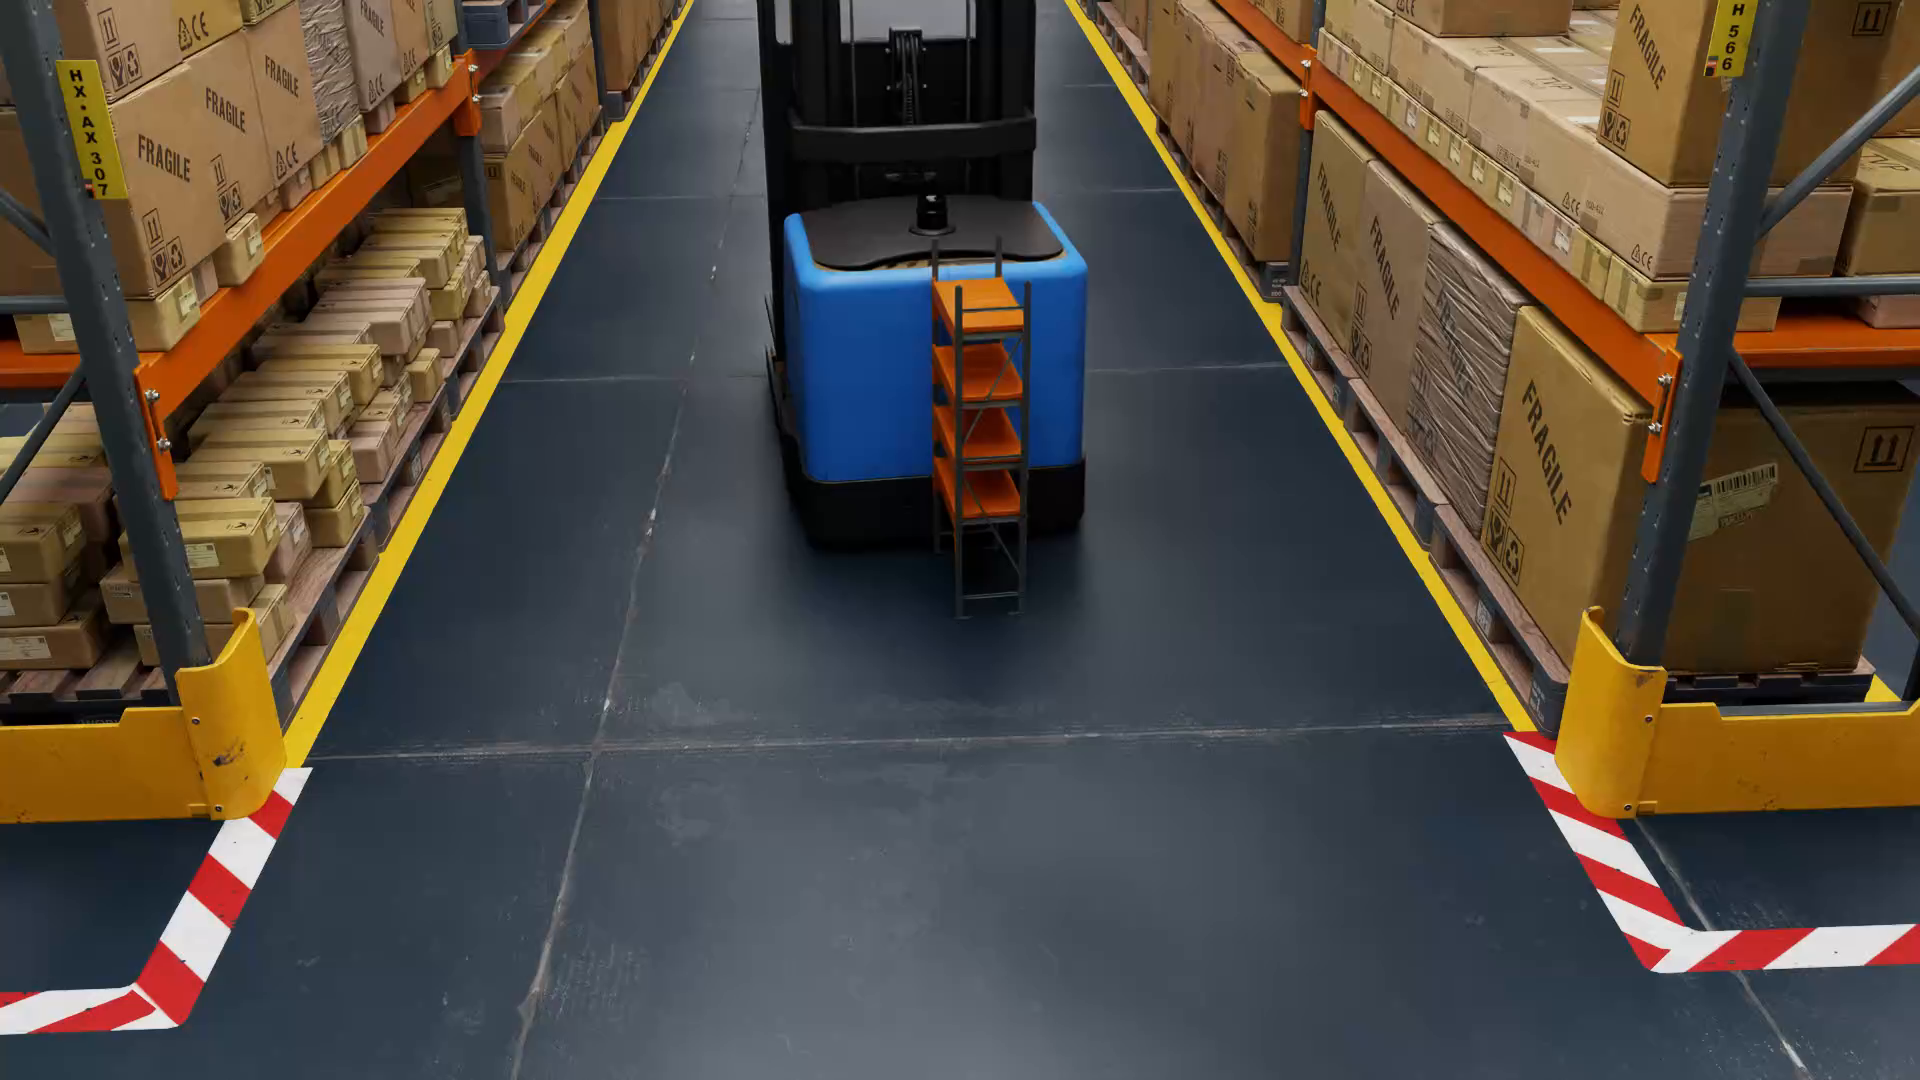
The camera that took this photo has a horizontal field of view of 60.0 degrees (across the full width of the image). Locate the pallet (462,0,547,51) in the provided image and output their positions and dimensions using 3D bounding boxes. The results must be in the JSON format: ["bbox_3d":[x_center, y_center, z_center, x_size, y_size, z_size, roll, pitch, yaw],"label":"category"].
[{"bbox_3d":[-2.693,-2.685,8.362,1.003,0.211,1.213,-1,28,-3],"label":"pallet"}]

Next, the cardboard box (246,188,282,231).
[{"bbox_3d":[-2.435,-1.097,5.382,0.380,0.149,0.250,-2,28,-3],"label":"cardboard box"}]

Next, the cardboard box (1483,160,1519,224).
[{"bbox_3d":[1.966,-1.157,5.495,0.380,0.149,0.250,-2,28,-4],"label":"cardboard box"}]

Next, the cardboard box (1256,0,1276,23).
[{"bbox_3d":[1.844,-2.969,8.592,0.500,0.500,0.500,-1,28,-1],"label":"cardboard box"}]

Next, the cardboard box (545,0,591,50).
[{"bbox_3d":[-2.710,-3.362,10.890,0.500,0.250,0.500,-2,28,-4],"label":"cardboard box"}]

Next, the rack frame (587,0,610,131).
[{"bbox_3d":[-3.008,-4.261,11.176,1.000,3.000,0.127,-1,28,-3],"label":"rack frame"}]

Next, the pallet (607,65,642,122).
[{"bbox_3d":[-2.974,-3.391,12.523,1.003,0.211,1.213,-1,28,-3],"label":"pallet"}]

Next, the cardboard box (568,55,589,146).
[{"bbox_3d":[-2.689,-2.802,10.627,0.500,0.500,0.500,0,28,-1],"label":"cardboard box"}]

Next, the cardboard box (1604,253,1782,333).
[{"bbox_3d":[2.021,-0.685,4.591,0.380,0.149,0.250,-1,28,-2],"label":"cardboard box"}]

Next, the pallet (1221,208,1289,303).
[{"bbox_3d":[2.044,-1.605,9.099,1.003,0.211,1.213,-1,28,-3],"label":"pallet"}]

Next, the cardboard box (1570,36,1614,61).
[{"bbox_3d":[2.524,-1.646,6.003,0.500,0.250,0.500,-2,28,-4],"label":"cardboard box"}]

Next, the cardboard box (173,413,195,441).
[{"bbox_3d":[-2.971,-0.336,5.958,0.380,0.149,0.250,-1,28,-2],"label":"cardboard box"}]

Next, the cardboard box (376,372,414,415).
[{"bbox_3d":[-2.437,-0.563,6.715,0.380,0.149,0.250,-1,28,-2],"label":"cardboard box"}]

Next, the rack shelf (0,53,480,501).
[{"bbox_3d":[-2.694,-1.171,6.030,1.077,0.370,4.000,-1,28,-3],"label":"rack shelf"}]

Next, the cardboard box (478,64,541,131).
[{"bbox_3d":[-2.604,-2.418,9.080,0.500,0.250,0.500,-1,28,-1],"label":"cardboard box"}]

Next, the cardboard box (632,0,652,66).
[{"bbox_3d":[-2.999,-4.137,12.917,1.050,0.750,0.750,-1,28,-2],"label":"cardboard box"}]

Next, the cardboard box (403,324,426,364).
[{"bbox_3d":[-2.459,-0.847,6.937,0.380,0.149,0.250,-1,28,-1],"label":"cardboard box"}]

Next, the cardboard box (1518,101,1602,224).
[{"bbox_3d":[2.052,-1.157,5.065,0.500,0.250,0.500,-2,28,-4],"label":"cardboard box"}]

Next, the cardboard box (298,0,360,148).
[{"bbox_3d":[-2.437,-1.665,5.769,0.500,0.500,0.500,-2,28,-4],"label":"cardboard box"}]

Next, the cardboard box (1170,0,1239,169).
[{"bbox_3d":[2.005,-2.847,10.309,1.225,0.875,0.875,-1,28,-2],"label":"cardboard box"}]

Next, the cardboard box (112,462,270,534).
[{"bbox_3d":[-2.413,-0.127,5.236,0.380,0.149,0.250,-1,28,-2],"label":"cardboard box"}]

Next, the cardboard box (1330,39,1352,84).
[{"bbox_3d":[1.857,-2.110,7.323,0.380,0.149,0.250,-2,28,-4],"label":"cardboard box"}]

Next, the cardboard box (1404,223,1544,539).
[{"bbox_3d":[2.208,-0.598,5.996,0.875,0.875,0.875,-1,28,-3],"label":"cardboard box"}]

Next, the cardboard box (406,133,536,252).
[{"bbox_3d":[-2.573,-1.839,8.782,0.500,0.500,0.500,0,28,-1],"label":"cardboard box"}]

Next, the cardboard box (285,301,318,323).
[{"bbox_3d":[-2.937,-0.942,7.119,0.380,0.149,0.250,-3,28,-5],"label":"cardboard box"}]

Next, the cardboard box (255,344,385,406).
[{"bbox_3d":[-2.366,-0.610,6.161,0.380,0.149,0.250,-1,28,-2],"label":"cardboard box"}]

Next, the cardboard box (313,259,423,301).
[{"bbox_3d":[-2.511,-1.088,7.078,0.380,0.149,0.250,-1,28,-1],"label":"cardboard box"}]

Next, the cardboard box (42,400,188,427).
[{"bbox_3d":[-2.987,-0.469,5.891,0.380,0.149,0.250,0,28,-1],"label":"cardboard box"}]

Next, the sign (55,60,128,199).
[{"bbox_3d":[-2.048,-0.964,3.918,0.100,0.325,0.005,-1,28,-3],"label":"sign"}]

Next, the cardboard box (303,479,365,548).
[{"bbox_3d":[-2.317,-0.093,5.813,0.380,0.149,0.250,-1,28,-2],"label":"cardboard box"}]

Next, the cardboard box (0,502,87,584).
[{"bbox_3d":[-2.871,0.009,4.974,0.380,0.149,0.250,-1,28,-2],"label":"cardboard box"}]

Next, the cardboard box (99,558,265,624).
[{"bbox_3d":[-2.361,0.131,5.062,0.380,0.149,0.250,0,28,0],"label":"cardboard box"}]

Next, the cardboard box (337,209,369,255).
[{"bbox_3d":[-2.988,-1.436,7.745,0.380,0.149,0.250,0,28,-1],"label":"cardboard box"}]

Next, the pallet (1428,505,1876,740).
[{"bbox_3d":[2.249,0.229,5.582,1.003,0.211,1.213,-1,28,-3],"label":"pallet"}]

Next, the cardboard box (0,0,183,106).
[{"bbox_3d":[-2.348,-1.400,4.180,0.500,0.500,0.500,-2,28,-3],"label":"cardboard box"}]

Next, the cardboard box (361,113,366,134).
[{"bbox_3d":[-2.481,-1.572,6.292,0.380,0.149,0.250,-2,28,-3],"label":"cardboard box"}]

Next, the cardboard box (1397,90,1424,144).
[{"bbox_3d":[1.911,-1.632,6.408,0.380,0.149,0.250,-1,28,-2],"label":"cardboard box"}]

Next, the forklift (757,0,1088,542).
[{"bbox_3d":[-0.286,-1.951,6.821,1.130,2.935,3.031,-4,28,-9],"label":"forklift"}]

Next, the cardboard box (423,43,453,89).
[{"bbox_3d":[-2.428,-2.060,7.228,0.380,0.149,0.250,-2,28,-4],"label":"cardboard box"}]

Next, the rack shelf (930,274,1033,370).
[{"bbox_3d":[0.064,-0.727,5.497,0.258,0.148,0.480,-4,28,-8],"label":"rack shelf"}]

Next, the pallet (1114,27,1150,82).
[{"bbox_3d":[1.851,-4.021,13.731,1.003,0.211,1.213,-1,28,-3],"label":"pallet"}]

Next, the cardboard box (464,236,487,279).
[{"bbox_3d":[-2.465,-1.330,7.864,0.380,0.149,0.250,-1,28,-2],"label":"cardboard box"}]

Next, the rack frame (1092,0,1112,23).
[{"bbox_3d":[1.742,-6.182,14.858,1.000,3.000,0.127,-1,28,-3],"label":"rack frame"}]

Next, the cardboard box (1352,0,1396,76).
[{"bbox_3d":[1.944,-2.099,6.872,0.500,0.250,0.500,-2,28,-3],"label":"cardboard box"}]

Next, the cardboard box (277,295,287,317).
[{"bbox_3d":[-3.002,-0.952,6.817,0.380,0.149,0.250,-1,28,-2],"label":"cardboard box"}]

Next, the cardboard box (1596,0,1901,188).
[{"bbox_3d":[2.081,-1.256,4.445,0.500,0.500,0.500,-1,28,-2],"label":"cardboard box"}]

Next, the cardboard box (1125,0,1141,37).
[{"bbox_3d":[1.788,-4.505,13.871,0.700,0.500,0.500,-4,28,-7],"label":"cardboard box"}]

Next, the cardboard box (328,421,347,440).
[{"bbox_3d":[-2.434,-0.349,5.983,0.380,0.149,0.250,-3,28,-5],"label":"cardboard box"}]

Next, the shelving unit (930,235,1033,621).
[{"bbox_3d":[0.064,-0.379,5.678,0.258,1.200,0.503,-4,28,-8],"label":"shelving unit"}]

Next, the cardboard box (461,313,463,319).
[{"bbox_3d":[-2.508,-1.041,7.631,0.380,0.149,0.250,-1,28,-1],"label":"cardboard box"}]
